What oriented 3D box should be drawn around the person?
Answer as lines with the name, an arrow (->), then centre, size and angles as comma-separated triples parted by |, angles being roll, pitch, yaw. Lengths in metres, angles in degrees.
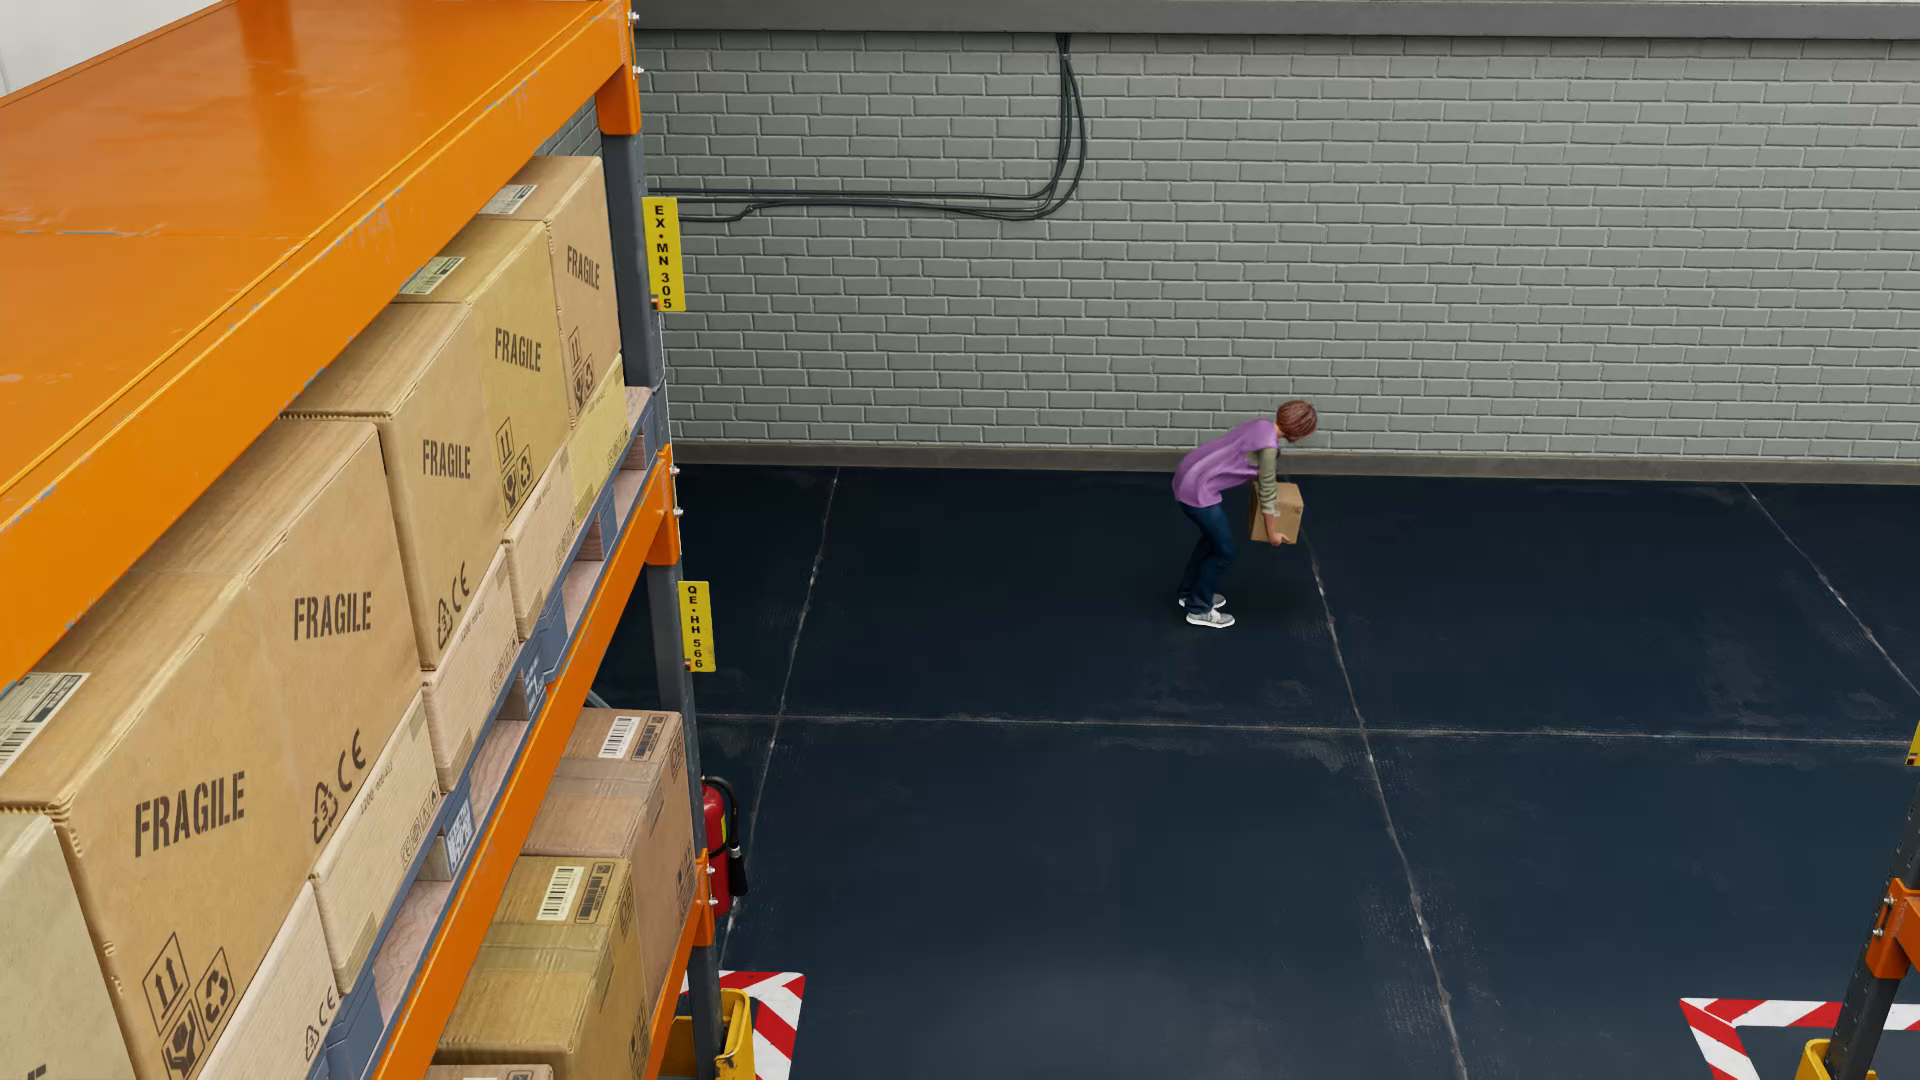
person -> 1.544, -0.153, 9.201 | 0.757, 1.331, 0.380 | 0, 28, 1
